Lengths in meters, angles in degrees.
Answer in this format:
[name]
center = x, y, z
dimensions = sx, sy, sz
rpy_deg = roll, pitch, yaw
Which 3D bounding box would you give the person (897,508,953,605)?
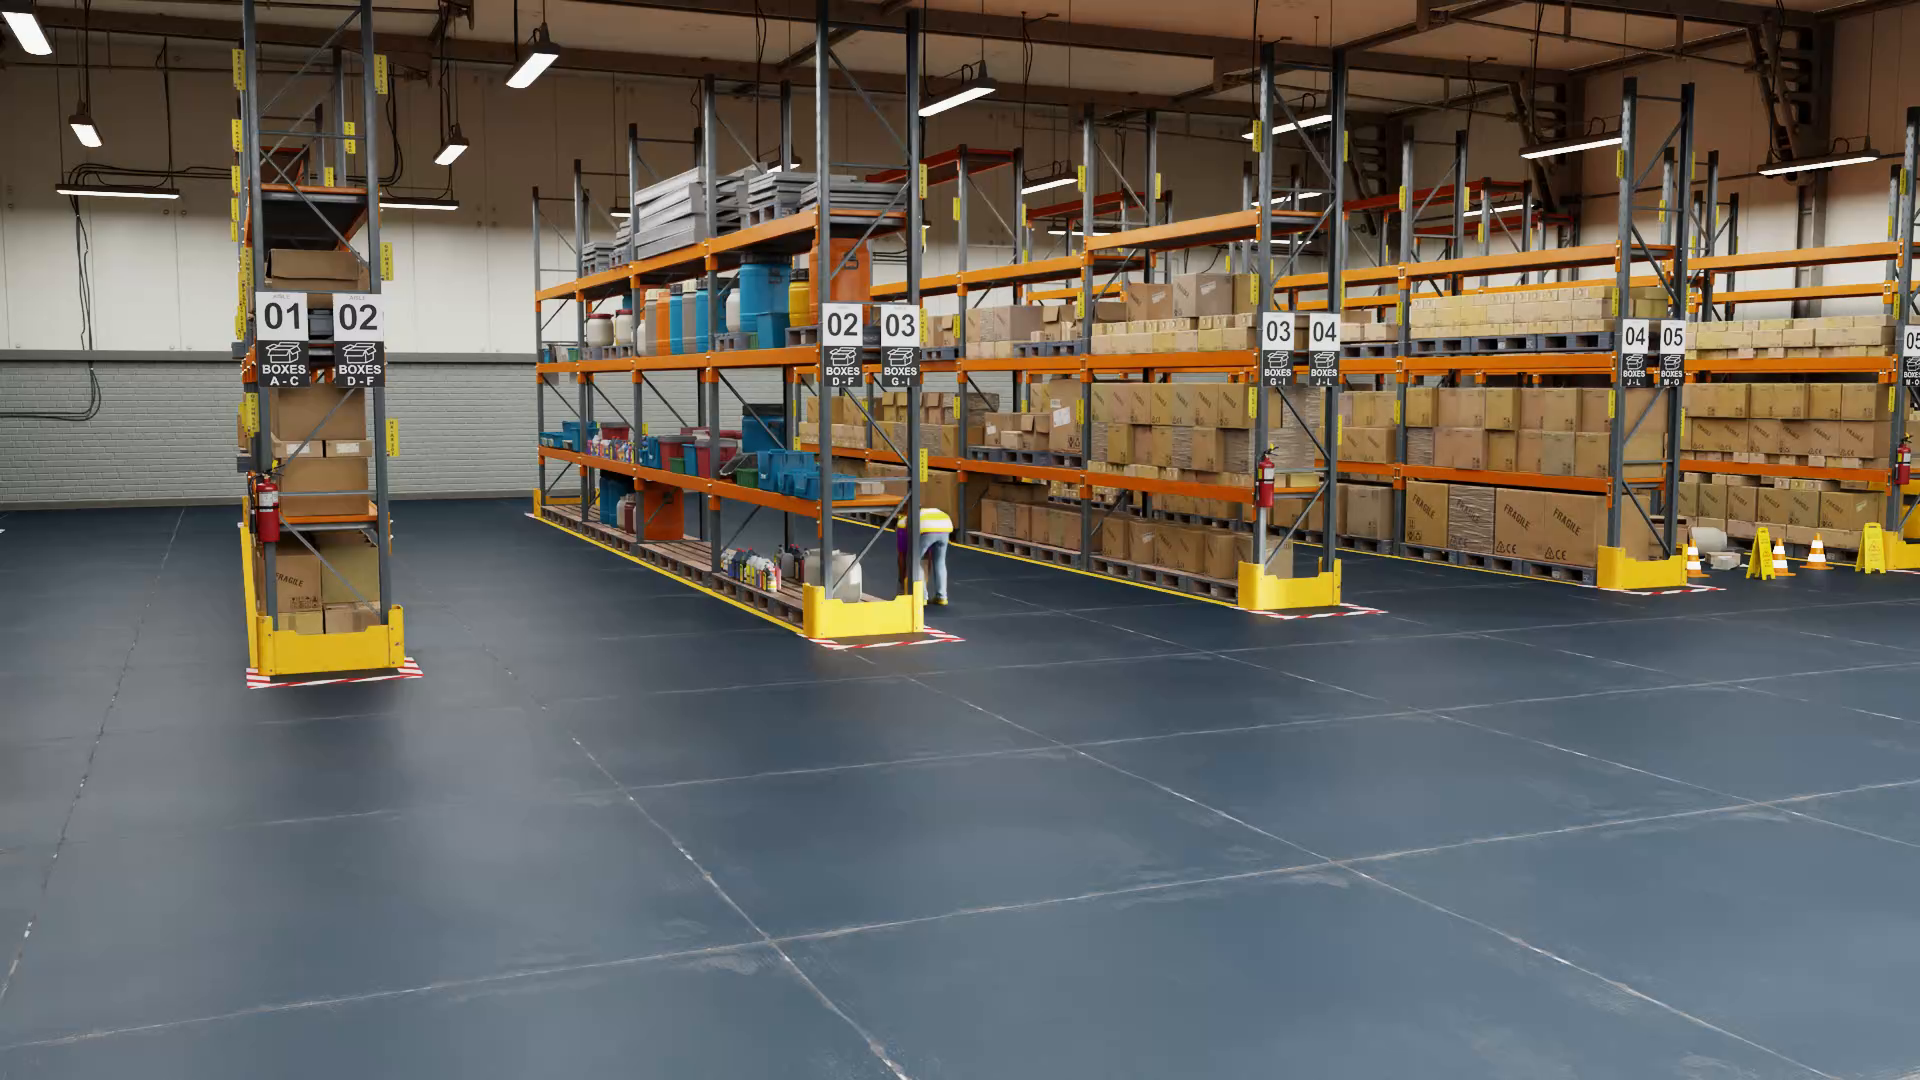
[person]
center = -0.445, 0.162, 18.640
dimensions = 0.489, 1.065, 0.982
rpy_deg = -3, 6, -26
